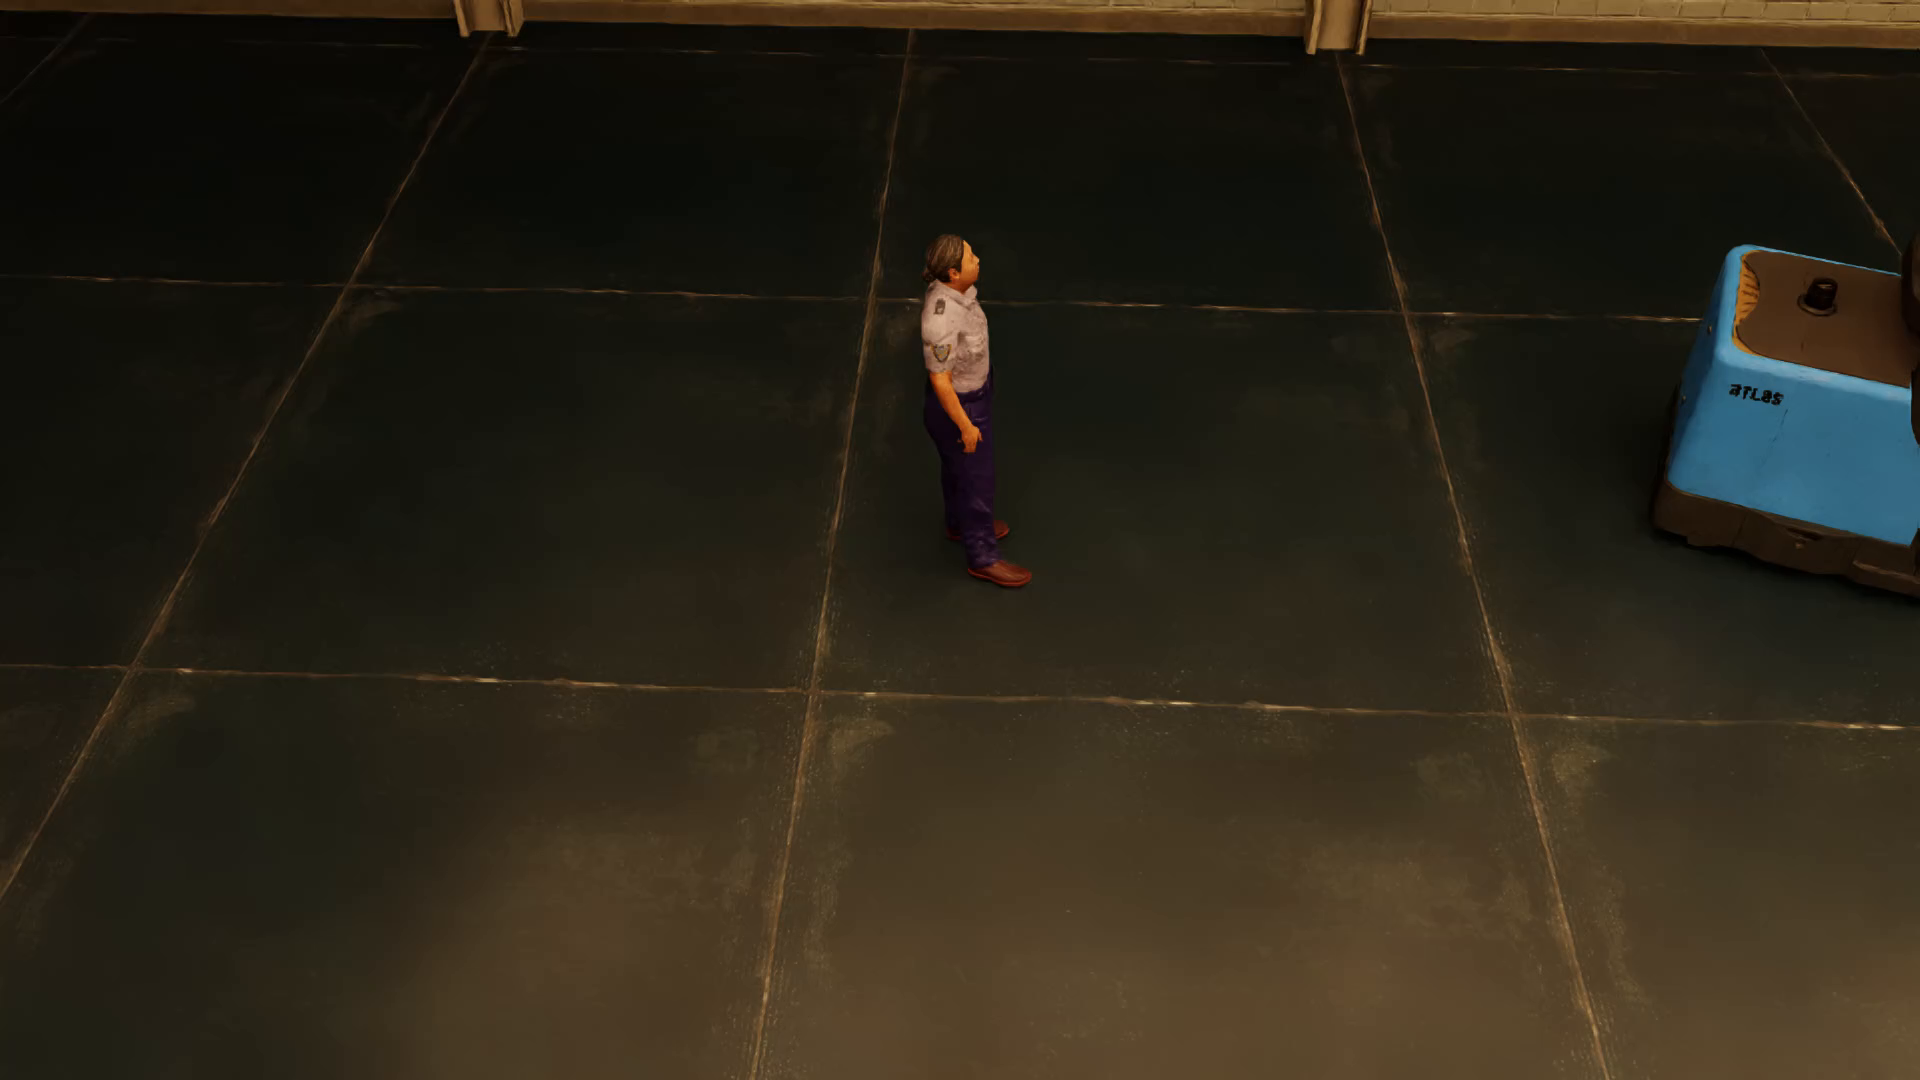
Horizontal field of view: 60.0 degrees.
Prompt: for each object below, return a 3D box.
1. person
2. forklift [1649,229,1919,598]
[{"bbox_3d":[0.089,-0.596,7.336,0.502,1.650,0.599,2,42,2],"label":"person"},{"bbox_3d":[4.855,-1.026,6.866,3.031,2.935,1.130,16,45,16],"label":"forklift"}]
